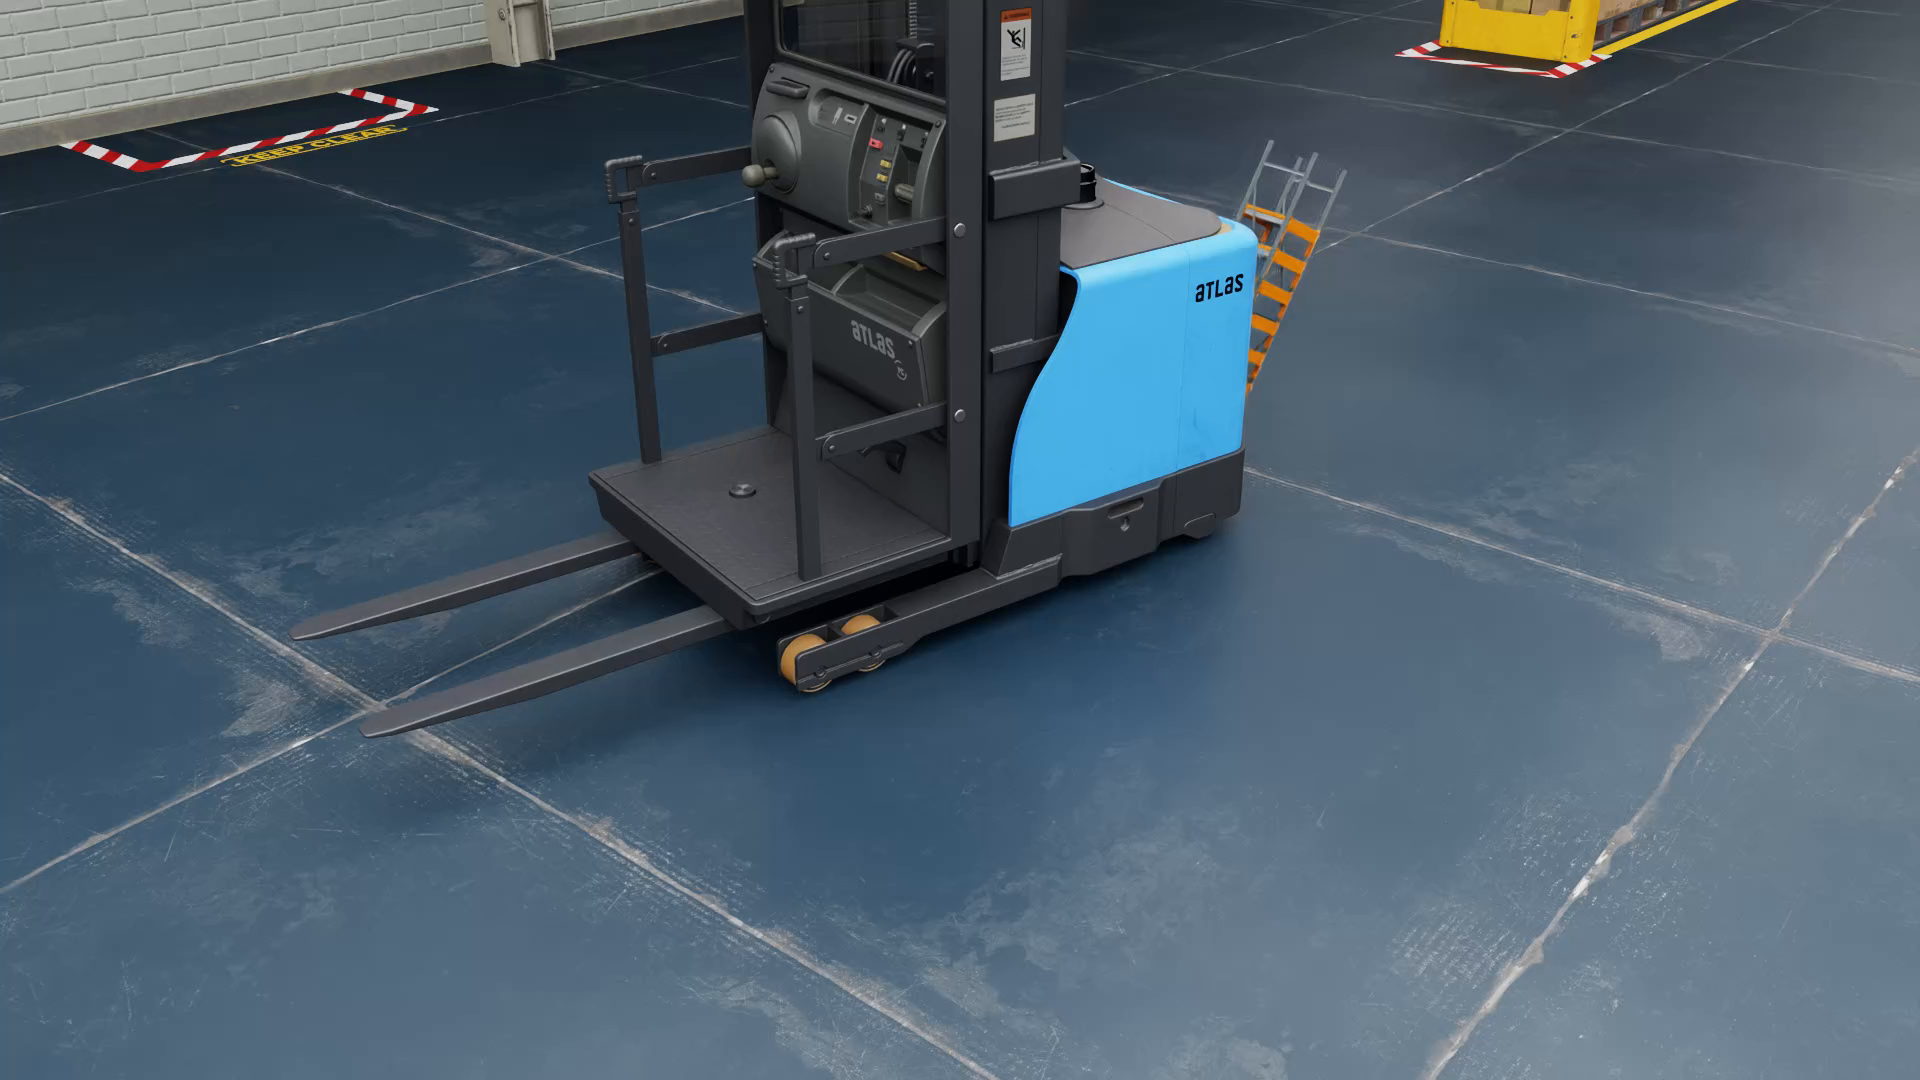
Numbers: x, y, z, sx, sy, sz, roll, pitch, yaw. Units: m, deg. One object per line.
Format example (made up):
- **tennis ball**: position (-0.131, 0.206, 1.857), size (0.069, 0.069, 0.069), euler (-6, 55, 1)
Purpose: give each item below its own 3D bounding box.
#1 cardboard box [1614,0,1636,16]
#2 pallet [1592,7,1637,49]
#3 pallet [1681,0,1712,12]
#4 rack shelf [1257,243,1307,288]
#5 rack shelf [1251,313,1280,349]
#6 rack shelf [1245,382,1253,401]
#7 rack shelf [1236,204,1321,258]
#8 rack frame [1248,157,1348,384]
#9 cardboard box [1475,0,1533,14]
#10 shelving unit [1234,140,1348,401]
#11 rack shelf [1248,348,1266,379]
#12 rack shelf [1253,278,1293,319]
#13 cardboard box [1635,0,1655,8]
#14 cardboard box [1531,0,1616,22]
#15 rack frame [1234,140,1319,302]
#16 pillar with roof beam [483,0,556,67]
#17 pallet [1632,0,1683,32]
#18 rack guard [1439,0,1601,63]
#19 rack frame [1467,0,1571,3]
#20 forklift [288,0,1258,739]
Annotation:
- **cardboard box**: position (5.279, -4.530, 13.777), size (0.500, 0.250, 0.500), euler (21, 34, 34)
- **pallet**: position (4.905, -4.306, 13.843), size (1.003, 0.211, 1.213), euler (21, 34, 34)
- **pallet**: position (6.457, -5.171, 15.515), size (1.003, 0.211, 1.213), euler (21, 34, 34)
- **rack shelf**: position (1.113, -1.031, 6.115), size (0.180, 0.103, 0.258), euler (14, 13, -42)
- **rack shelf**: position (1.021, -0.813, 6.154), size (0.180, 0.103, 0.258), euler (14, 13, -42)
- **rack shelf**: position (0.929, -0.595, 6.192), size (0.180, 0.103, 0.258), euler (14, 13, -42)
- **rack shelf**: position (1.159, -1.141, 6.095), size (0.180, 0.103, 0.258), euler (14, 13, -42)
- **rack frame**: position (1.104, -0.837, 6.208), size (0.006, 1.200, 0.240), euler (14, 13, -42)
- **cardboard box**: position (4.564, -4.503, 13.724), size (0.500, 0.250, 0.500), euler (21, 34, 34)
- **shelving unit**: position (1.038, -0.854, 6.146), size (0.189, 1.200, 0.258), euler (14, 13, -42)
- **rack shelf**: position (0.975, -0.704, 6.173), size (0.180, 0.103, 0.258), euler (14, 13, -42)
- **rack shelf**: position (1.067, -0.922, 6.134), size (0.180, 0.103, 0.258), euler (14, 13, -42)
- **cardboard box**: position (5.597, -4.707, 14.119), size (0.500, 0.250, 0.500), euler (21, 34, 34)
- **cardboard box**: position (4.964, -4.351, 13.432), size (0.500, 0.250, 0.500), euler (21, 34, 34)
- **rack frame**: position (0.973, -0.870, 6.085), size (0.006, 1.200, 0.240), euler (14, 13, -42)
- **pillar with roof beam**: position (-0.091, -6.487, 8.496), size (9.100, 9.000, 0.400), euler (21, 34, 34)
- **pallet**: position (5.681, -4.736, 14.676), size (1.003, 0.211, 1.213), euler (21, 34, 34)
- **rack guard**: position (4.436, -4.142, 13.213), size (1.175, 0.500, 0.348), euler (21, 34, 34)
- **rack frame**: position (4.451, -5.261, 12.655), size (1.000, 3.000, 0.127), euler (21, 34, 34)
- **forklift**: position (-0.509, -1.131, 4.746), size (3.031, 2.935, 1.130), euler (-19, 33, -32)
